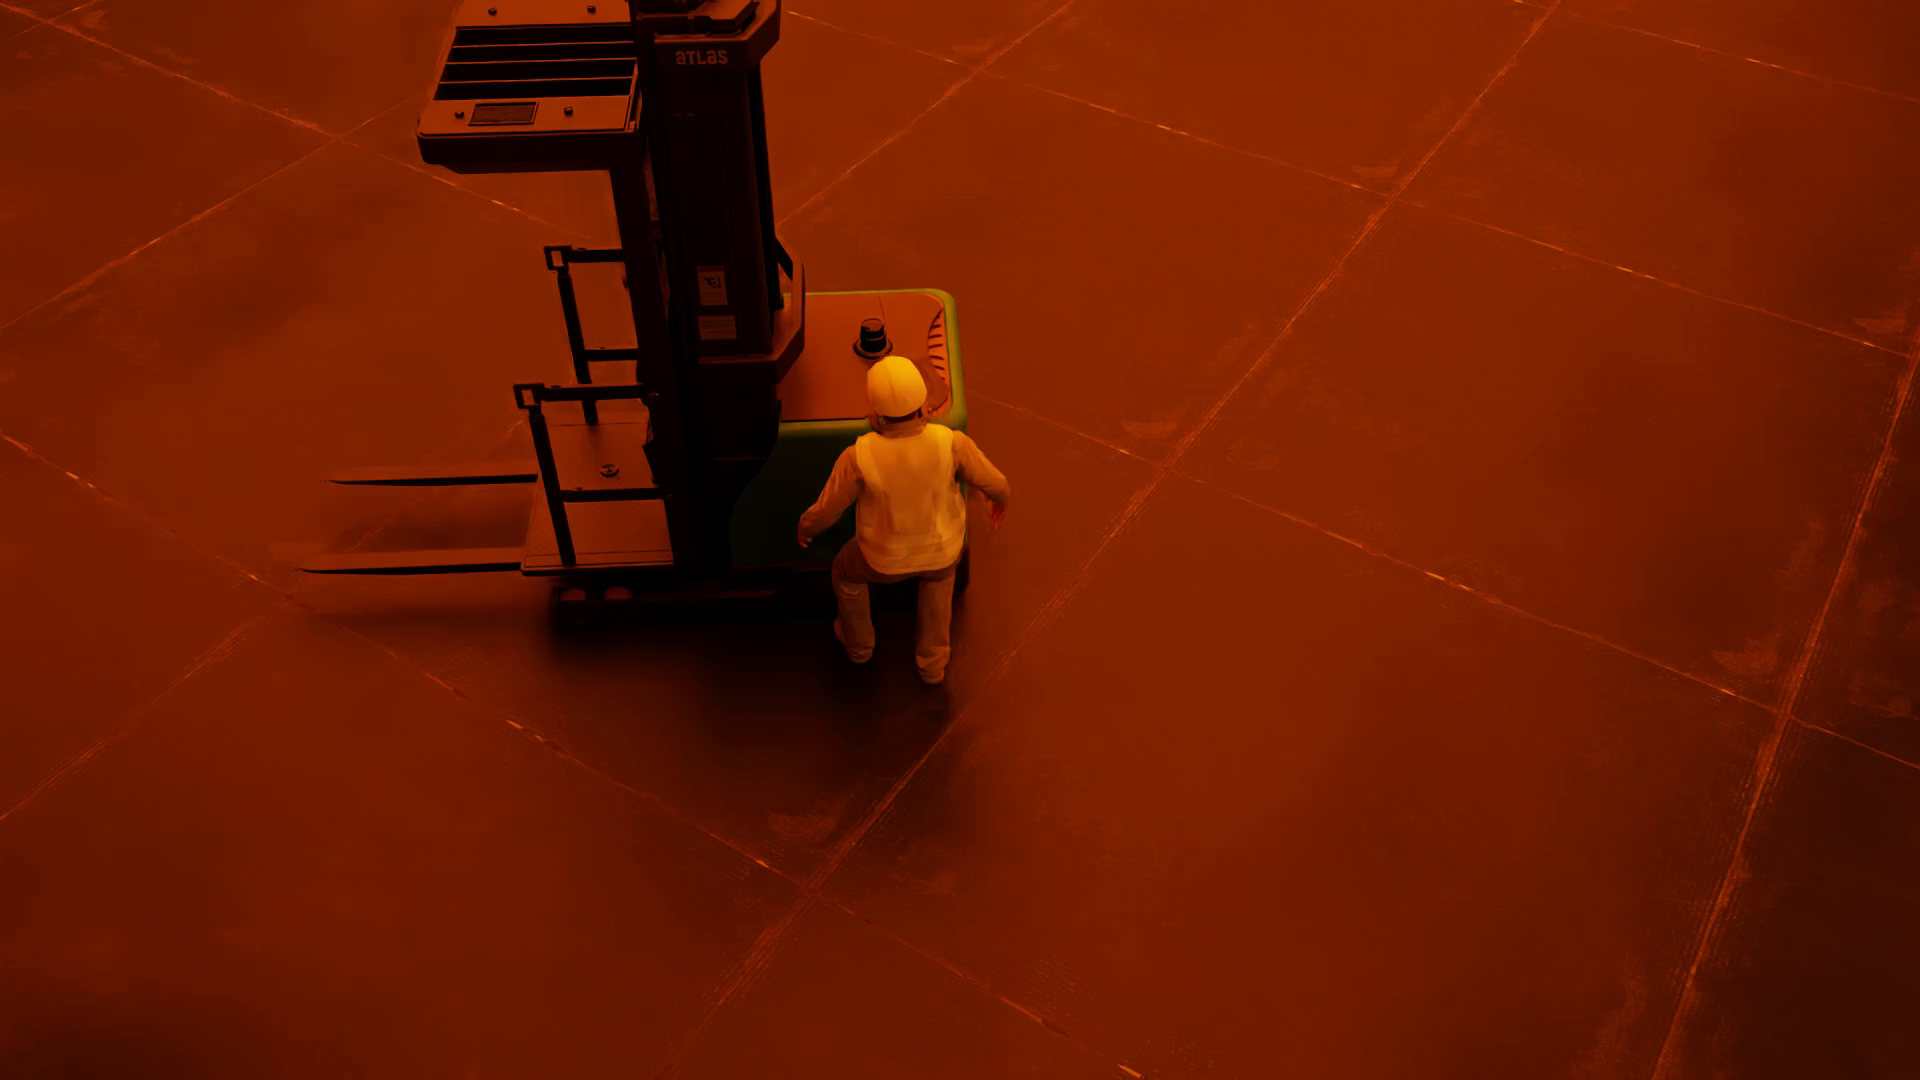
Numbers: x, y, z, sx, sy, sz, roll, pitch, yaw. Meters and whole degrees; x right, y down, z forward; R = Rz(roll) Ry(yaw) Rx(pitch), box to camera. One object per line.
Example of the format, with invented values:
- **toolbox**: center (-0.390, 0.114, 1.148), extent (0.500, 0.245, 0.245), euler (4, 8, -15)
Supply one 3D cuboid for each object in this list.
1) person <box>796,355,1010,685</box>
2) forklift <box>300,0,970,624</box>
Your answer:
- **person**: center (-0.234, -0.088, 6.809), extent (0.873, 1.708, 0.578), euler (-6, 44, -6)
- **forklift**: center (-1.494, -1.059, 6.965), extent (3.031, 2.935, 1.130), euler (-2, 44, -2)
